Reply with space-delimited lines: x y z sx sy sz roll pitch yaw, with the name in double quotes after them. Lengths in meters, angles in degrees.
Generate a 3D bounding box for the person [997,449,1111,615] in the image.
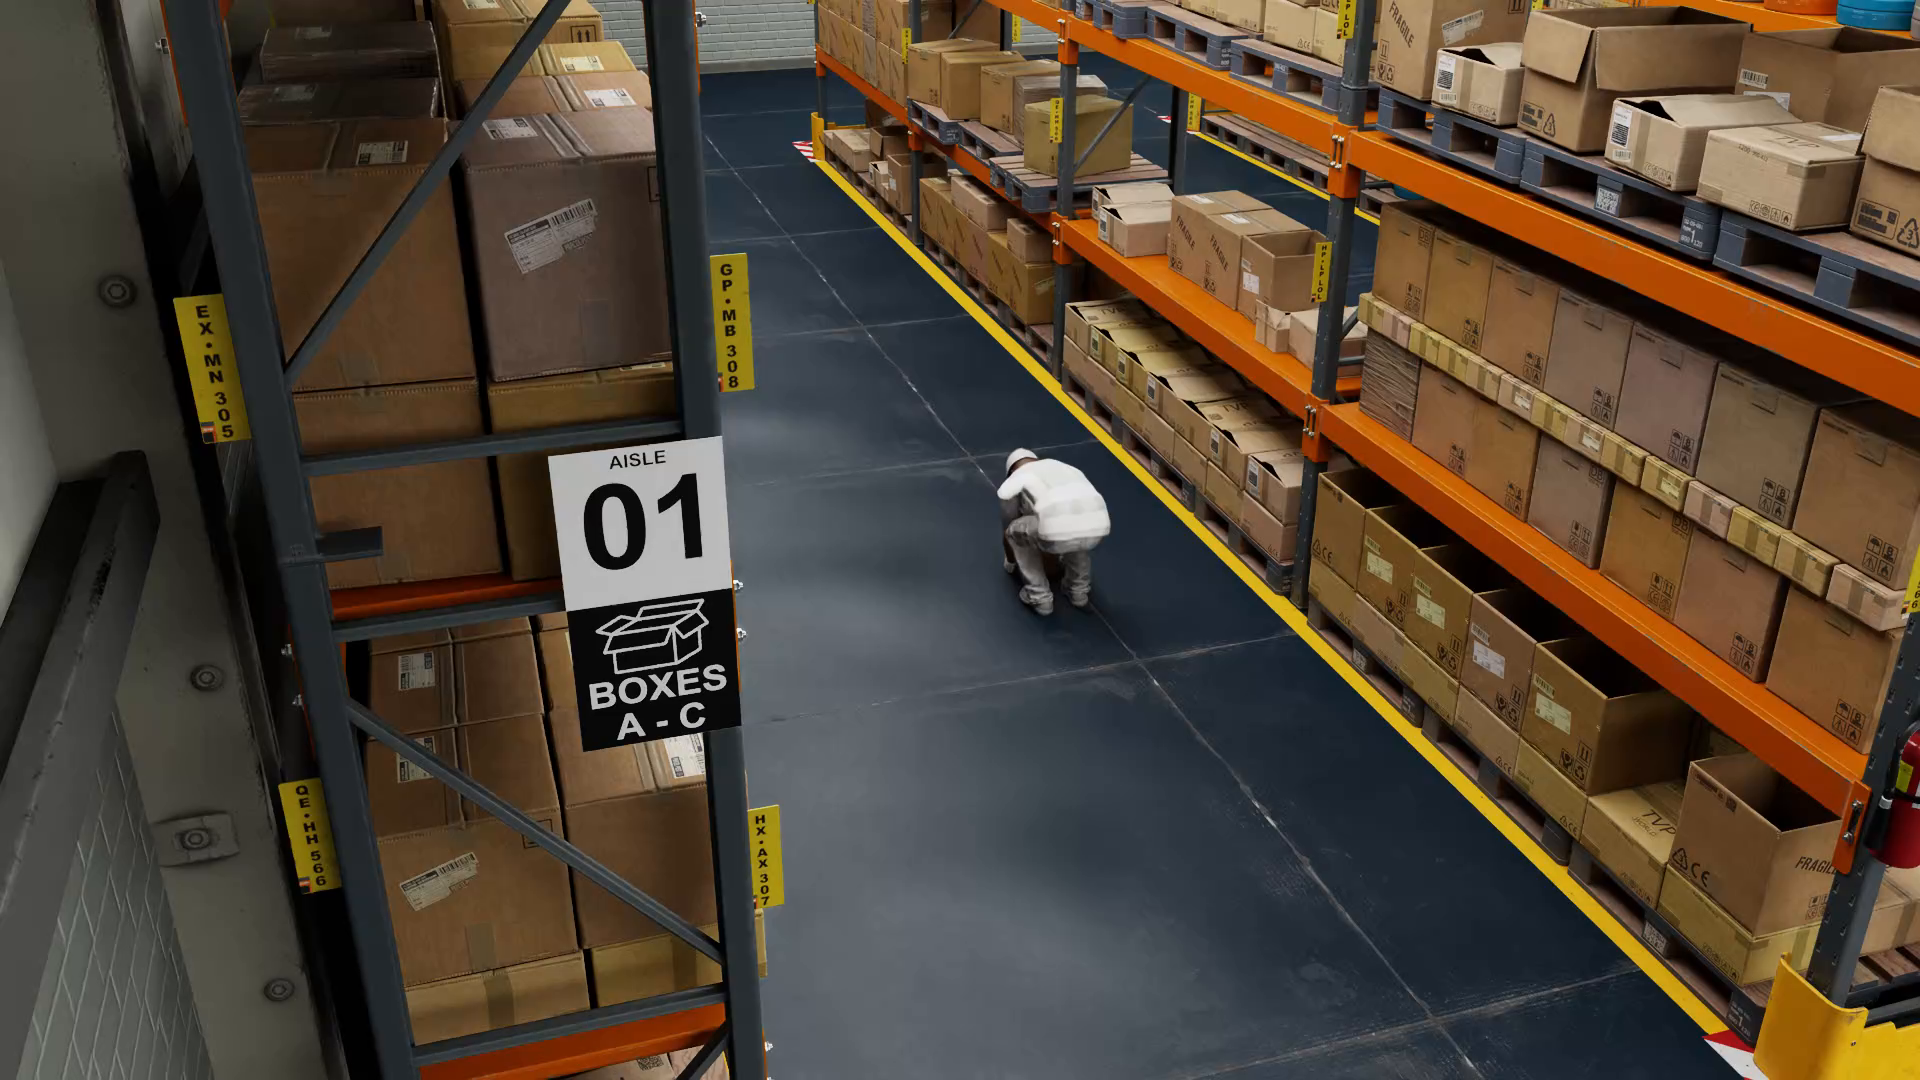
0.511 -0.052 9.826 0.537 0.833 0.989 -9 27 -17 "person"
